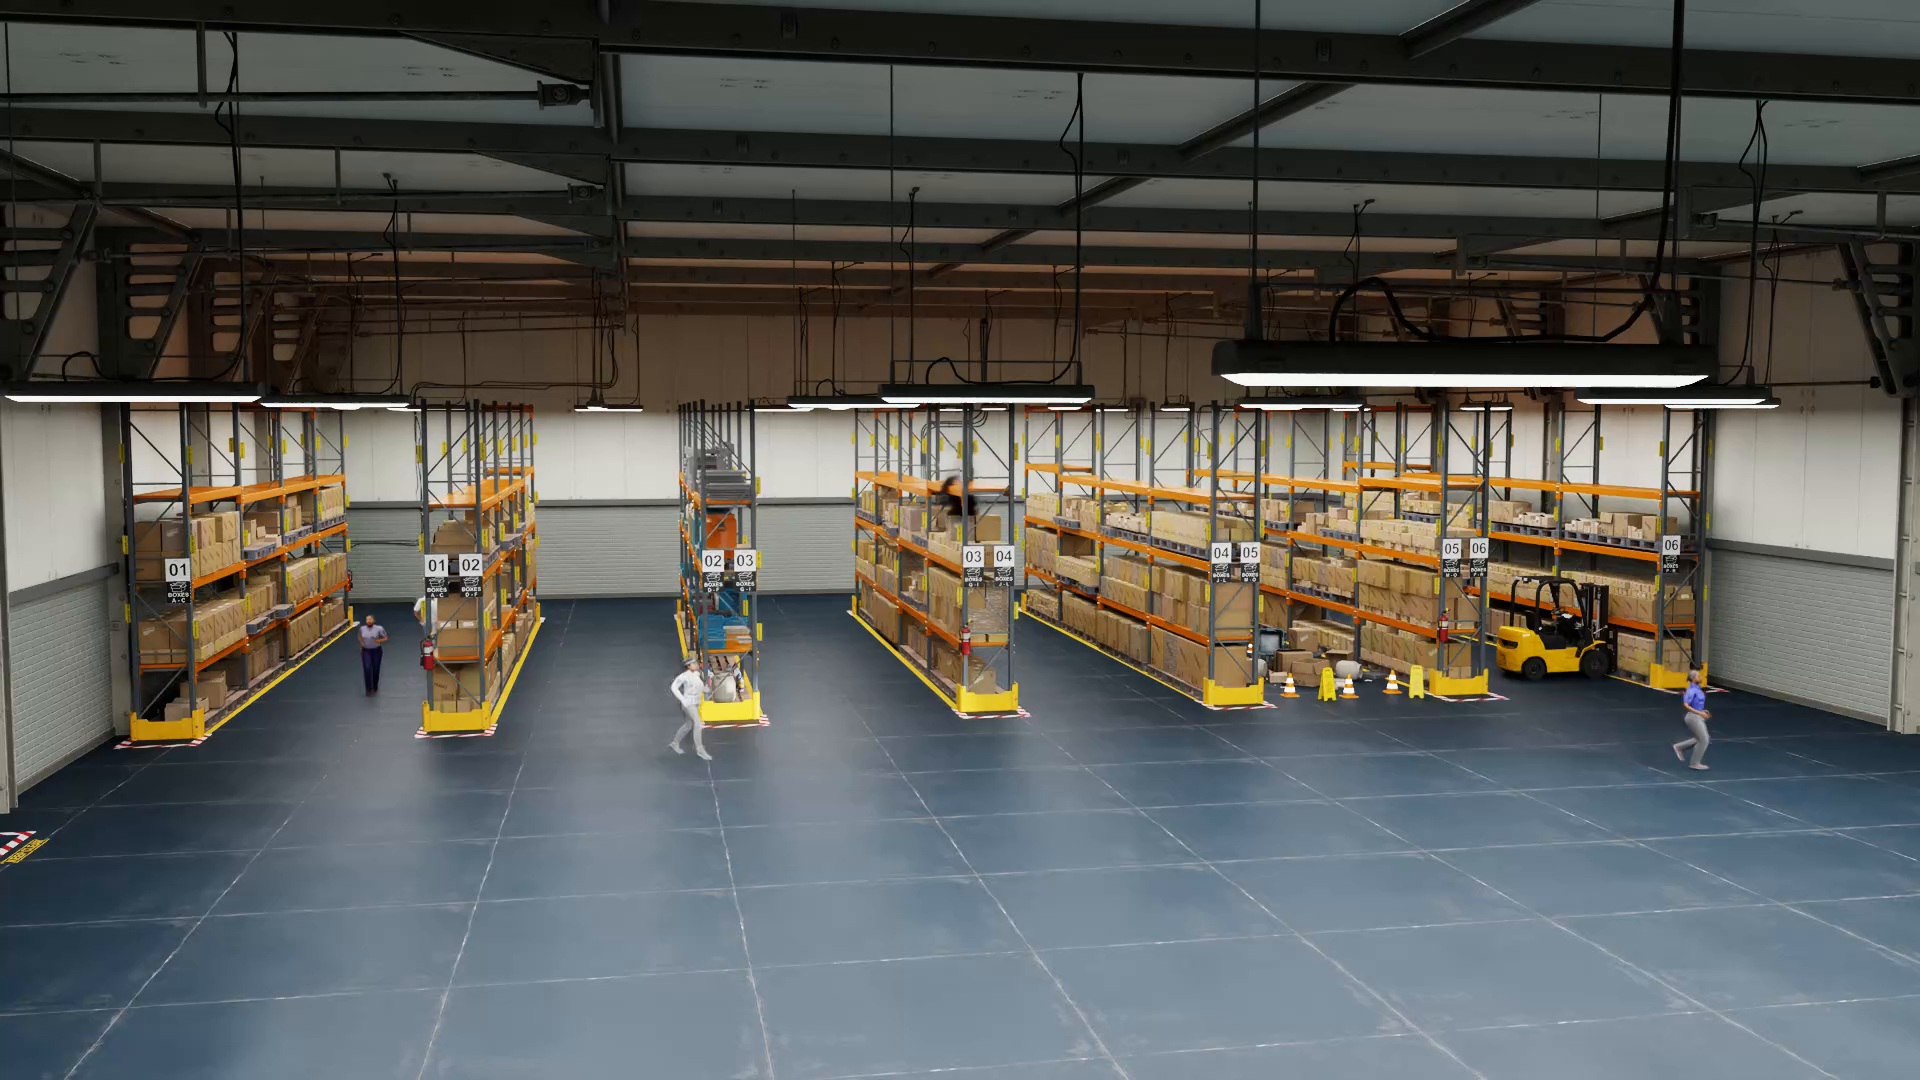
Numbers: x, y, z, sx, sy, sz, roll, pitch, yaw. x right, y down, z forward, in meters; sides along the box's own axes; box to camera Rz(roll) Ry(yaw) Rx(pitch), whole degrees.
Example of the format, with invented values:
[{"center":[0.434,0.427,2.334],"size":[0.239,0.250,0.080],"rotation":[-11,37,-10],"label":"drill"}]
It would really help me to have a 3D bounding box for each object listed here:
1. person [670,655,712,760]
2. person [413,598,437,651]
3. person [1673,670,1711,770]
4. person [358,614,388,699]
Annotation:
[{"center":[-4.465,2.758,27.641],"size":[0.817,1.718,0.599],"rotation":[1,5,19],"label":"person"},{"center":[-12.276,1.951,38.480],"size":[0.703,1.758,0.853],"rotation":[-1,4,-15],"label":"person"},{"center":[11.830,2.892,26.869],"size":[0.587,1.602,0.574],"rotation":[3,5,34],"label":"person"},{"center":[-11.978,2.345,33.947],"size":[0.587,1.683,0.866],"rotation":[-1,4,-16],"label":"person"}]
